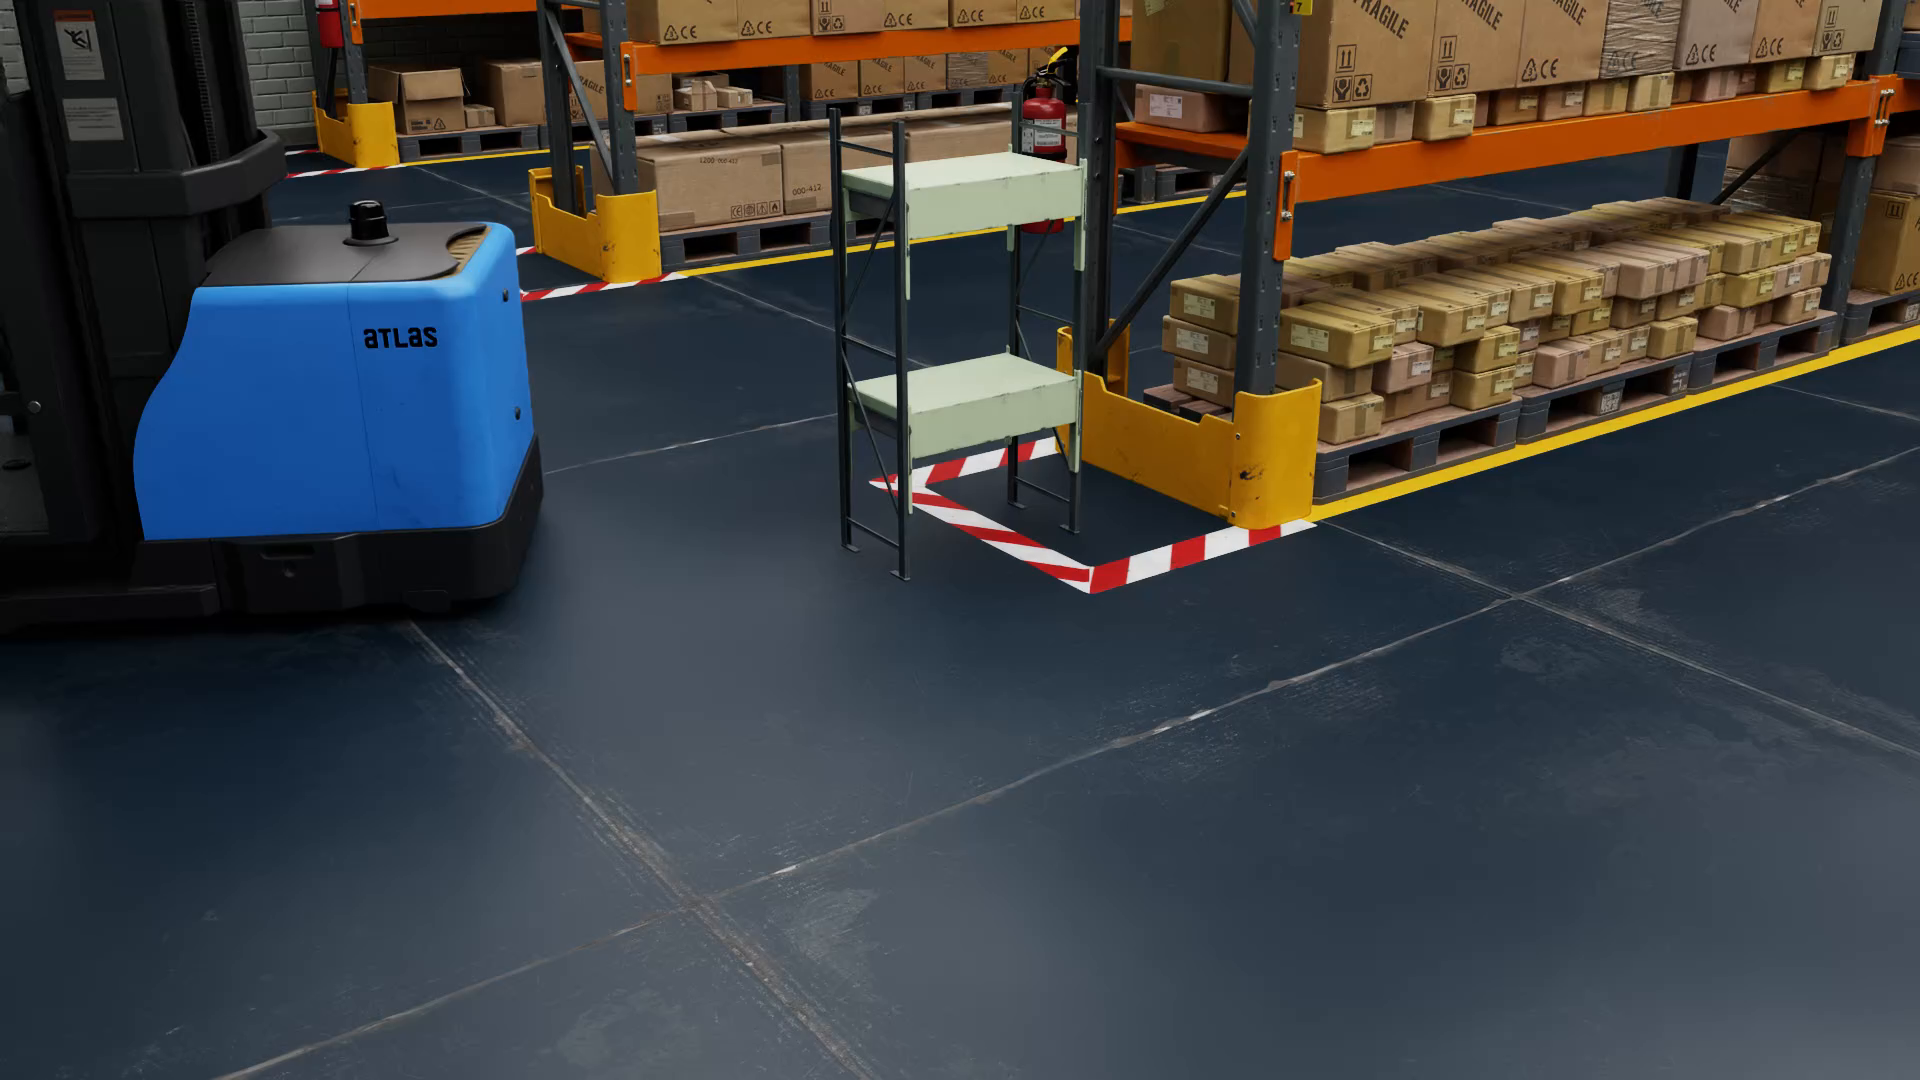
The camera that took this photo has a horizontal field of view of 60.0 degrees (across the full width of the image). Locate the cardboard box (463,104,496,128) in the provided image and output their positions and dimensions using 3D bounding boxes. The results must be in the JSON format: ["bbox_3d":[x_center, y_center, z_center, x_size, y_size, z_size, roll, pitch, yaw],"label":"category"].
[{"bbox_3d":[-4.172,-3.630,14.226,0.250,0.149,0.380,-16,27,-35],"label":"cardboard box"}]

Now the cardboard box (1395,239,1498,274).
[{"bbox_3d":[2.150,-1.220,7.384,0.250,0.149,0.380,-16,27,-35],"label":"cardboard box"}]

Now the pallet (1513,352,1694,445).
[{"bbox_3d":[2.514,-0.764,7.527,1.213,0.211,1.003,-15,26,-33],"label":"pallet"}]

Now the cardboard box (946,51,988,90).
[{"bbox_3d":[-0.062,-4.847,16.803,0.500,0.500,0.500,-16,27,-35],"label":"cardboard box"}]

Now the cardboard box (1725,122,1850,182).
[{"bbox_3d":[4.487,-2.101,8.908,0.500,0.250,0.500,-16,27,-34],"label":"cardboard box"}]

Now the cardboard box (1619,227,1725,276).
[{"bbox_3d":[3.255,-1.317,7.627,0.250,0.149,0.380,-14,26,-31],"label":"cardboard box"}]

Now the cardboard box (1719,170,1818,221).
[{"bbox_3d":[4.484,-1.751,9.044,0.500,0.500,0.500,-16,26,-34],"label":"cardboard box"}]

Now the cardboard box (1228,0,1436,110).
[{"bbox_3d":[1.309,-1.814,5.859,0.500,0.500,0.500,-14,25,-30],"label":"cardboard box"}]

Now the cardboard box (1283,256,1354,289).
[{"bbox_3d":[1.438,-1.085,7.045,0.250,0.149,0.380,-16,27,-34],"label":"cardboard box"}]

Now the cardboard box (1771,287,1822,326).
[{"bbox_3d":[3.911,-1.165,8.048,0.250,0.149,0.380,-15,26,-32],"label":"cardboard box"}]

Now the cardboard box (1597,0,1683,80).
[{"bbox_3d":[2.544,-2.152,6.705,0.500,0.500,0.500,-16,27,-34],"label":"cardboard box"}]

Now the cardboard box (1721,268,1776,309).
[{"bbox_3d":[3.540,-1.201,7.737,0.250,0.149,0.380,-16,27,-35],"label":"cardboard box"}]

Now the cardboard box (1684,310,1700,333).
[{"bbox_3d":[3.189,-1.036,7.726,0.250,0.149,0.380,-16,27,-34],"label":"cardboard box"}]

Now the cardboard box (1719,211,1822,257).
[{"bbox_3d":[3.893,-1.473,8.018,0.250,0.149,0.380,-14,26,-31],"label":"cardboard box"}]

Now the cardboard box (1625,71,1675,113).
[{"bbox_3d":[2.708,-1.872,6.880,0.250,0.149,0.380,-14,26,-32],"label":"cardboard box"}]

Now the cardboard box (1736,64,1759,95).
[{"bbox_3d":[3.288,-2.069,7.372,0.250,0.149,0.380,-16,27,-34],"label":"cardboard box"}]

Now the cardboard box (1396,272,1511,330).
[{"bbox_3d":[1.993,-0.964,6.743,0.250,0.149,0.380,-16,27,-35],"label":"cardboard box"}]

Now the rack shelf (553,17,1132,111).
[{"bbox_3d":[-0.566,-3.181,10.792,4.000,0.370,1.077,-15,26,-33],"label":"rack shelf"}]

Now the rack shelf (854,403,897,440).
[{"bbox_3d":[0.005,-0.462,5.716,0.664,0.071,0.332,-15,26,-33],"label":"rack shelf"}]

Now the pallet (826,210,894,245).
[{"bbox_3d":[-0.597,-2.247,11.242,1.213,0.211,1.003,-15,26,-33],"label":"pallet"}]

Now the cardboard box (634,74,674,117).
[{"bbox_3d":[-2.981,-4.111,14.958,0.500,0.500,0.700,-16,27,-35],"label":"cardboard box"}]

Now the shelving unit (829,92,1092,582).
[{"bbox_3d":[0.005,-0.698,5.622,0.755,1.500,0.431,-15,26,-33],"label":"shelving unit"}]

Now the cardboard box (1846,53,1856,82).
[{"bbox_3d":[3.935,-2.232,7.782,0.250,0.149,0.380,-15,26,-33],"label":"cardboard box"}]

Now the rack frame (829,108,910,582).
[{"bbox_3d":[-0.292,-0.619,5.424,0.023,1.500,0.400,-15,26,-33],"label":"rack frame"}]

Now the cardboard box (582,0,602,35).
[{"bbox_3d":[-1.953,-3.313,10.017,0.500,0.500,0.500,-15,26,-33],"label":"cardboard box"}]

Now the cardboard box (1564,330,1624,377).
[{"bbox_3d":[2.643,-0.842,7.240,0.250,0.149,0.380,-15,26,-33],"label":"cardboard box"}]

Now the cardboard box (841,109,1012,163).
[{"bbox_3d":[-0.241,-2.656,11.395,0.875,0.438,0.875,-16,27,-34],"label":"cardboard box"}]

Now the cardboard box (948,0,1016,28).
[{"bbox_3d":[0.016,-3.591,10.714,0.500,0.500,0.500,-15,26,-34],"label":"cardboard box"}]

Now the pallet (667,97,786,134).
[{"bbox_3d":[-2.403,-3.997,15.629,1.213,0.211,1.003,-15,26,-33],"label":"pallet"}]

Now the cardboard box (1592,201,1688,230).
[{"bbox_3d":[3.371,-1.574,8.272,0.250,0.149,0.380,-13,25,-30],"label":"cardboard box"}]

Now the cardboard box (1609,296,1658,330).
[{"bbox_3d":[2.855,-1.063,7.392,0.250,0.149,0.380,-16,27,-35],"label":"cardboard box"}]

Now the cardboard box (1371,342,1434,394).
[{"bbox_3d":[1.614,-0.703,6.489,0.250,0.149,0.380,-15,26,-33],"label":"cardboard box"}]

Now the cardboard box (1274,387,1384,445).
[{"bbox_3d":[1.395,-0.503,6.390,0.250,0.149,0.380,-14,26,-32],"label":"cardboard box"}]

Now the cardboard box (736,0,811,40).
[{"bbox_3d":[-1.238,-3.264,9.895,0.500,0.500,0.500,-15,26,-34],"label":"cardboard box"}]

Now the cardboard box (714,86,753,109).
[{"bbox_3d":[-2.125,-4.103,15.411,0.250,0.149,0.380,-16,27,-34],"label":"cardboard box"}]

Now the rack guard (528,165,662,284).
[{"bbox_3d":[-2.209,-1.916,10.024,0.348,0.500,1.175,-15,26,-33],"label":"rack guard"}]

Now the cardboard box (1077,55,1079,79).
[{"bbox_3d":[1.185,-5.185,17.648,0.500,0.500,0.500,-14,26,-31],"label":"cardboard box"}]

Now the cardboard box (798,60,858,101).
[{"bbox_3d":[-1.321,-4.512,15.962,0.500,0.500,0.500,-14,25,-31],"label":"cardboard box"}]

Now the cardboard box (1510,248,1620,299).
[{"bbox_3d":[2.612,-1.148,7.203,0.250,0.149,0.380,-15,26,-33],"label":"cardboard box"}]

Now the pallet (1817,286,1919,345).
[{"bbox_3d":[4.661,-1.355,9.007,1.213,0.211,1.003,-15,26,-33],"label":"pallet"}]

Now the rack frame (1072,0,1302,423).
[{"bbox_3d":[0.783,-1.615,5.897,0.127,3.000,1.000,-15,26,-33],"label":"rack frame"}]

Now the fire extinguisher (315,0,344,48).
[{"bbox_3d":[-4.941,-4.195,12.970,0.183,0.674,0.296,-15,26,-33],"label":"fire extinguisher"}]

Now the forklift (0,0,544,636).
[{"bbox_3d":[-2.987,-1.209,5.058,3.031,2.867,1.129,-2,22,-6],"label":"forklift"}]

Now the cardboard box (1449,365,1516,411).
[{"bbox_3d":[2.029,-0.663,6.790,0.250,0.149,0.380,-15,26,-32],"label":"cardboard box"}]

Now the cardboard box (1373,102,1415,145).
[{"bbox_3d":[1.420,-1.538,6.041,0.250,0.149,0.380,-14,26,-31],"label":"cardboard box"}]

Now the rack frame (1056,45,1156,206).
[{"bbox_3d":[1.057,-3.948,11.744,0.127,3.000,1.000,-15,26,-33],"label":"rack frame"}]

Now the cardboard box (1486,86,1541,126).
[{"bbox_3d":[2.034,-1.728,6.520,0.250,0.149,0.380,-15,26,-33],"label":"cardboard box"}]

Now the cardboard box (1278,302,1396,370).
[{"bbox_3d":[1.407,-0.774,6.265,0.250,0.149,0.380,-16,27,-35],"label":"cardboard box"}]

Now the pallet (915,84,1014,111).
[{"bbox_3d":[-0.215,-4.599,17.136,1.213,0.211,1.003,-15,26,-33],"label":"pallet"}]

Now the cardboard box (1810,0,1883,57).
[{"bbox_3d":[3.803,-2.476,7.518,0.500,0.500,0.500,-15,26,-33],"label":"cardboard box"}]

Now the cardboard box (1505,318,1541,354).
[{"bbox_3d":[2.192,-0.891,6.961,0.250,0.149,0.380,-16,27,-35],"label":"cardboard box"}]

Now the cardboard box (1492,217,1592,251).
[{"bbox_3d":[2.742,-1.411,7.862,0.250,0.149,0.380,-14,26,-32],"label":"cardboard box"}]
